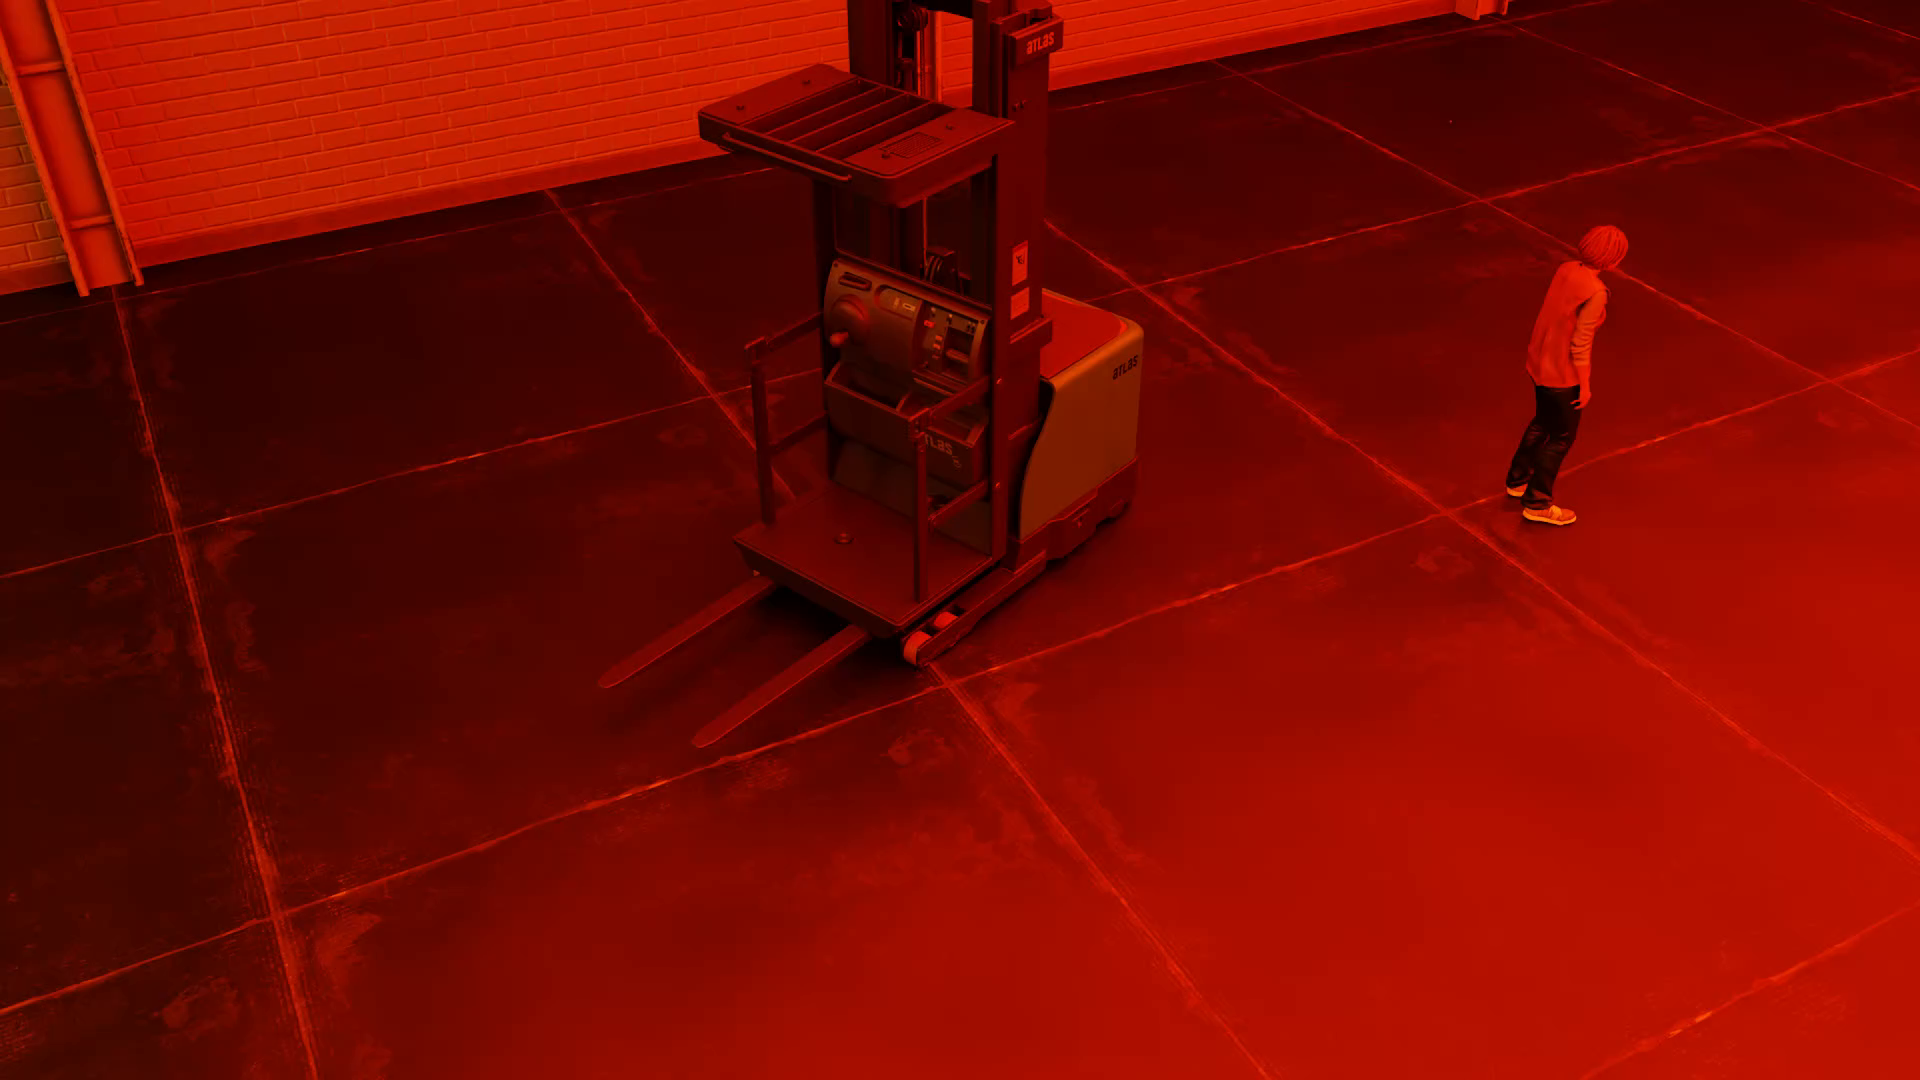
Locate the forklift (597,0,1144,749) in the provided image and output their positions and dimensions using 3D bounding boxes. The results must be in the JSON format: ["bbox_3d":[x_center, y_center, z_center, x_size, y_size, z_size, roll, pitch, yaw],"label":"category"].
[{"bbox_3d":[-0.390,-0.927,7.434,1.130,2.935,3.031,26,43,31],"label":"forklift"}]

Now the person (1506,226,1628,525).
[{"bbox_3d":[3.075,-0.852,8.488,0.345,1.593,0.464,-3,35,-4],"label":"person"}]
